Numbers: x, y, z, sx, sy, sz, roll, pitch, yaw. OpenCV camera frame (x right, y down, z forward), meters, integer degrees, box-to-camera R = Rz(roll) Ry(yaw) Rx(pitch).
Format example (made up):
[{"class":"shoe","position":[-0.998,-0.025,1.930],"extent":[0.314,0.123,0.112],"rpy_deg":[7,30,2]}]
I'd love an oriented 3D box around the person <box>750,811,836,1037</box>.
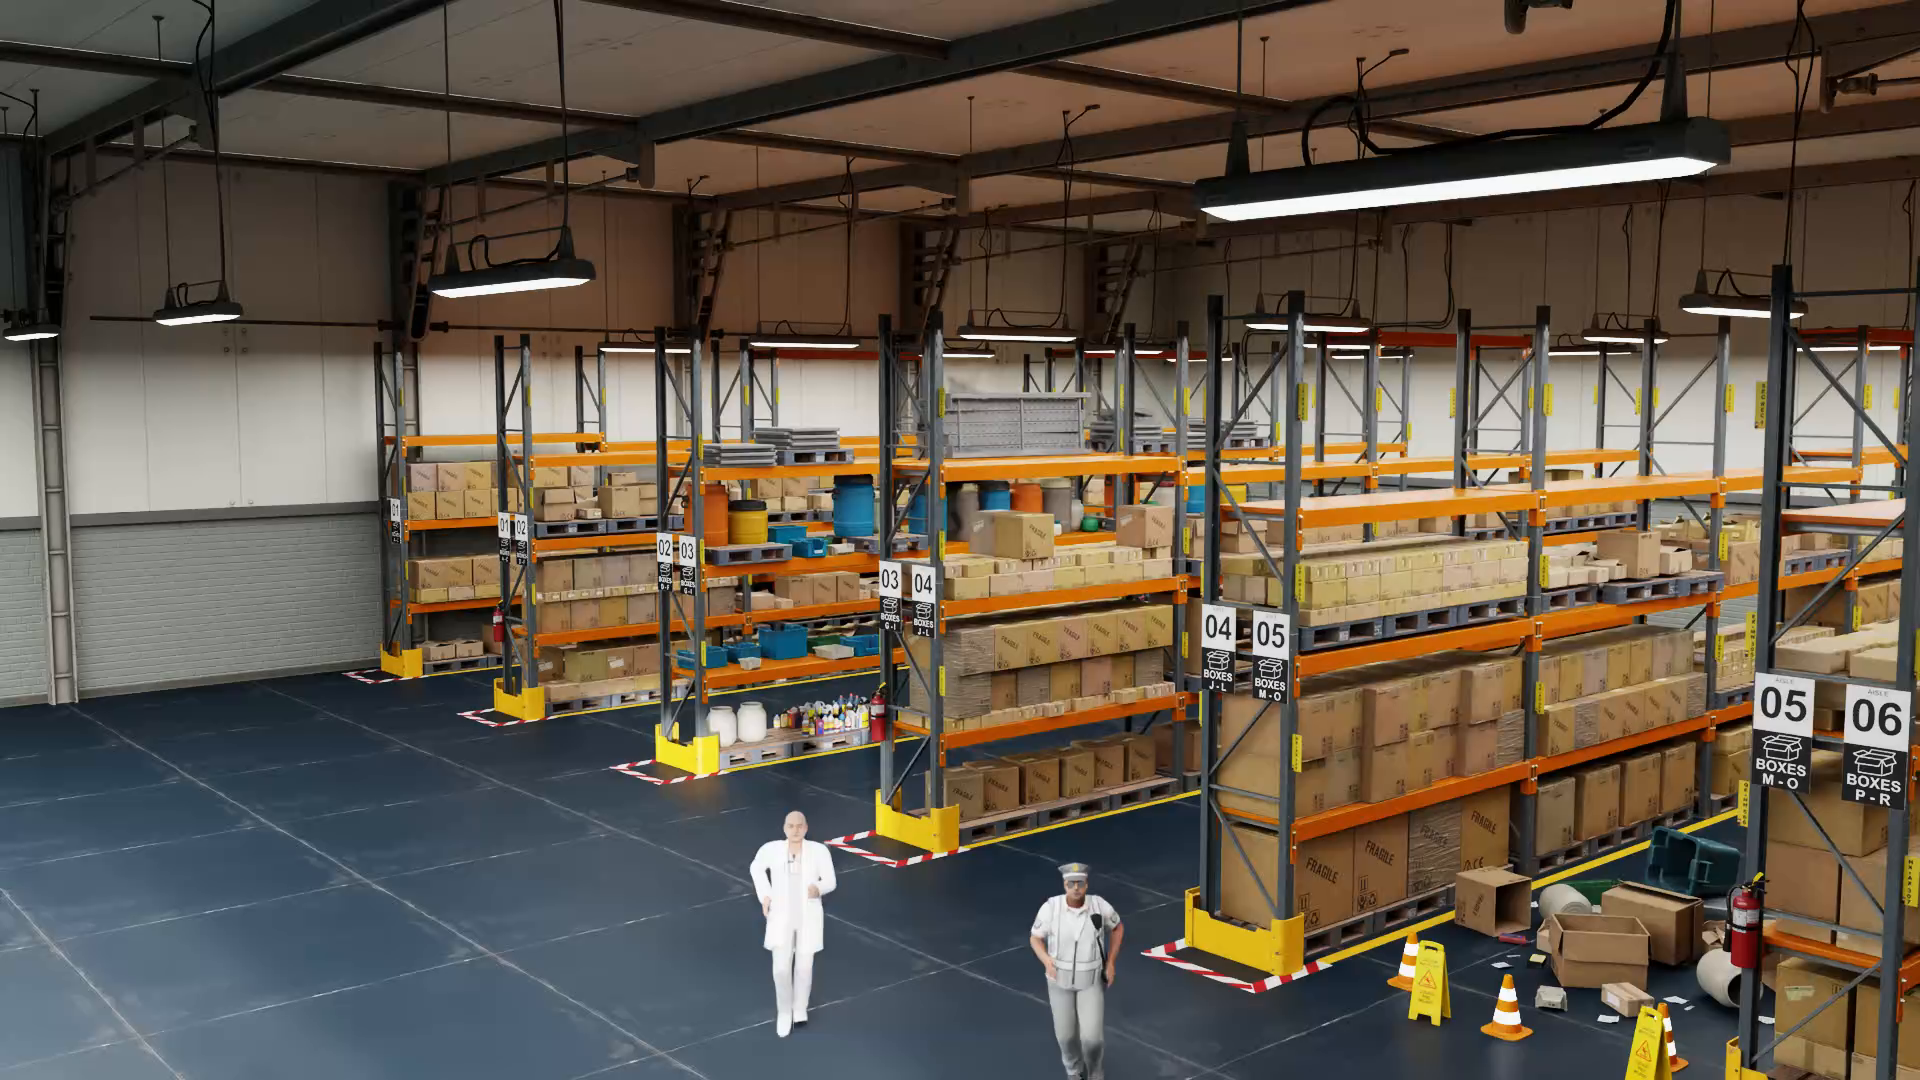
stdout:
[{"class":"person","position":[-1.331,3.081,13.326],"extent":[0.685,1.808,0.737],"rpy_deg":[-1,5,-7]}]

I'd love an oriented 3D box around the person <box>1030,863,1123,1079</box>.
[{"class":"person","position":[0.833,3.205,12.052],"extent":[0.667,1.772,0.644],"rpy_deg":[1,5,8]}]
